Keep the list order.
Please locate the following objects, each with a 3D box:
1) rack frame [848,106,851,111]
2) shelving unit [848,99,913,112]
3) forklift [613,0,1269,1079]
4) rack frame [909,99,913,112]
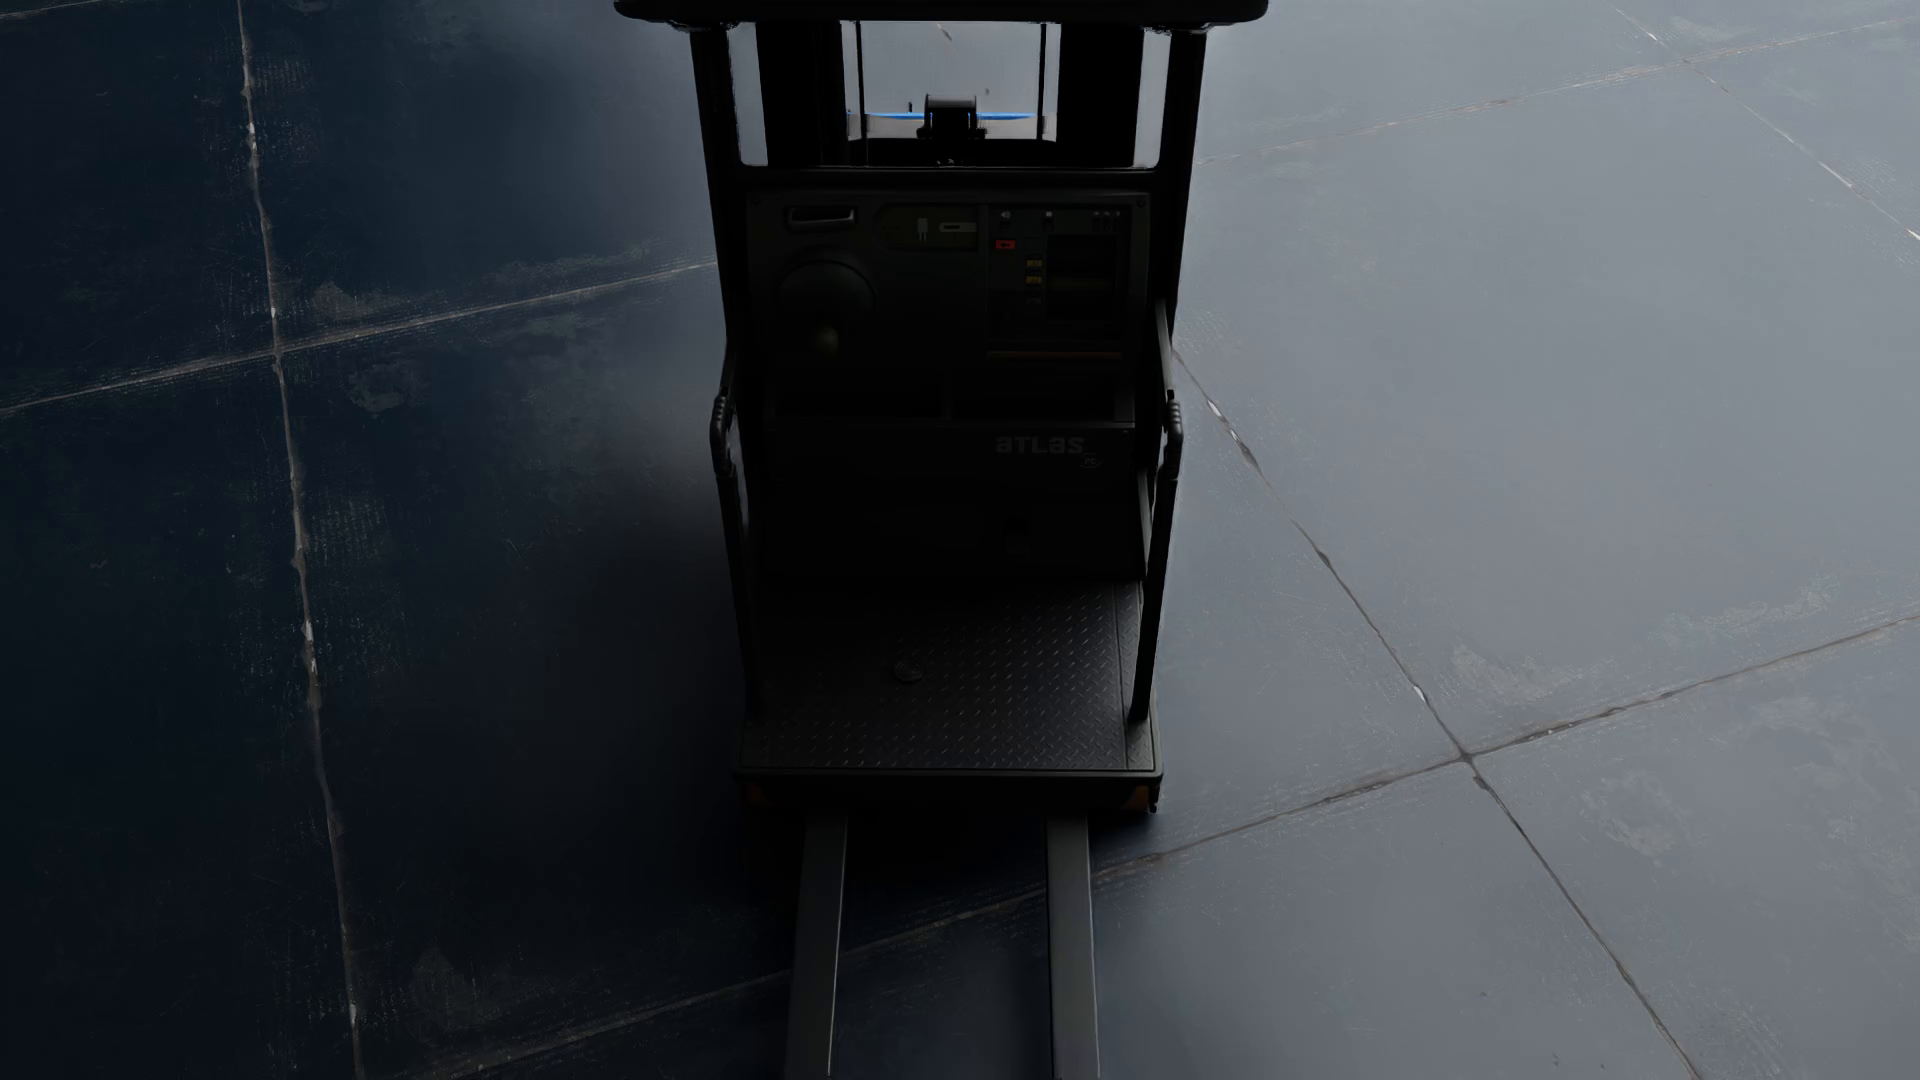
[{"bbox_3d":[-0.335,-0.997,5.598,0.006,0.900,0.240,-10,46,-12],"label":"rack frame"},{"bbox_3d":[-0.237,-1.014,5.619,0.210,0.900,0.258,-10,46,-12],"label":"shelving unit"},{"bbox_3d":[-0.028,-0.530,3.709,1.130,2.935,3.031,0,45,0],"label":"forklift"},{"bbox_3d":[-0.139,-1.032,5.639,0.006,0.900,0.240,-10,46,-12],"label":"rack frame"}]
